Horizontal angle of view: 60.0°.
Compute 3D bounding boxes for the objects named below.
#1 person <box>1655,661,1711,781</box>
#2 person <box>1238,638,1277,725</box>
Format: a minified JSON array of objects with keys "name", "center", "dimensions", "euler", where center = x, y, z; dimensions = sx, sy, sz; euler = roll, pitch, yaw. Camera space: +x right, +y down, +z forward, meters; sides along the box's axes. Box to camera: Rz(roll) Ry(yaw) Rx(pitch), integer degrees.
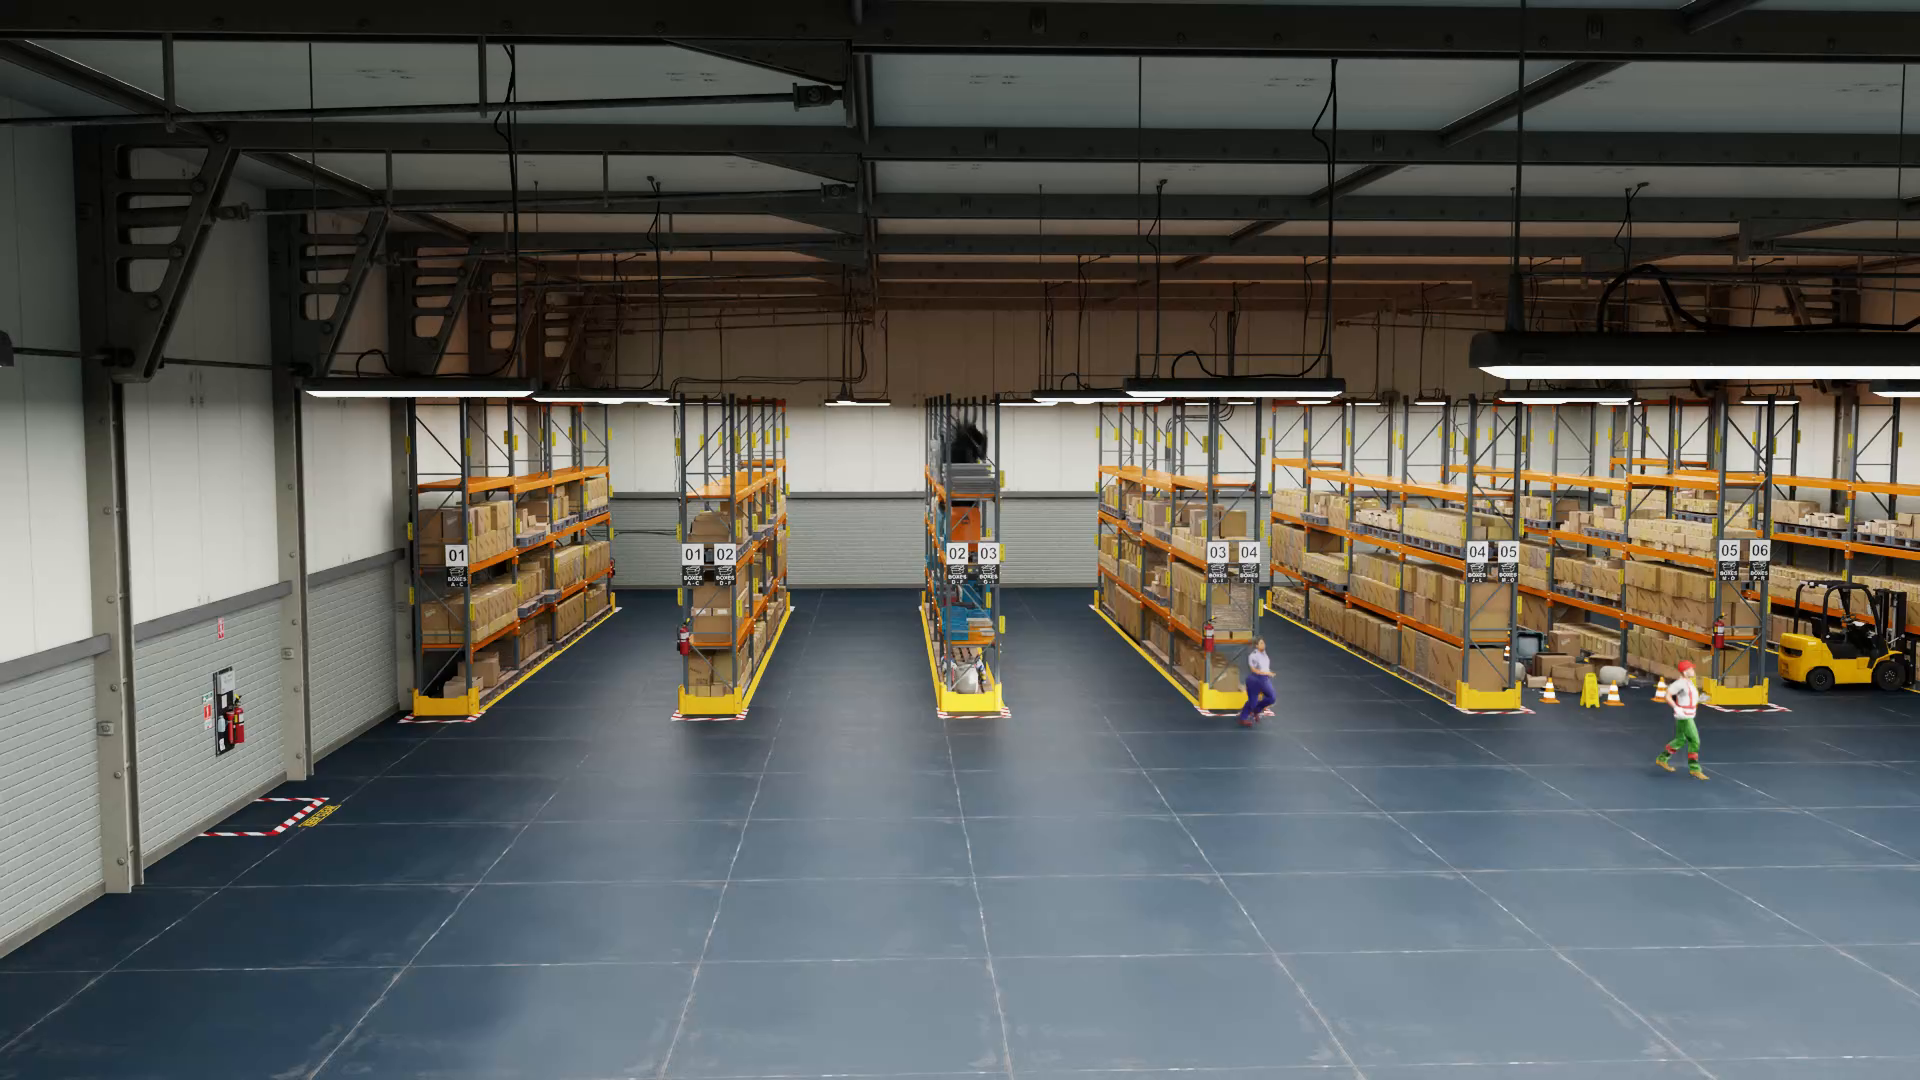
[{"name":"person","center":[11.249,2.779,25.840],"dimensions":[0.814,1.824,0.640],"euler":[3,5,32]},{"name":"person","center":[5.400,2.545,29.957],"dimensions":[0.743,1.595,0.625],"euler":[4,6,44]}]
